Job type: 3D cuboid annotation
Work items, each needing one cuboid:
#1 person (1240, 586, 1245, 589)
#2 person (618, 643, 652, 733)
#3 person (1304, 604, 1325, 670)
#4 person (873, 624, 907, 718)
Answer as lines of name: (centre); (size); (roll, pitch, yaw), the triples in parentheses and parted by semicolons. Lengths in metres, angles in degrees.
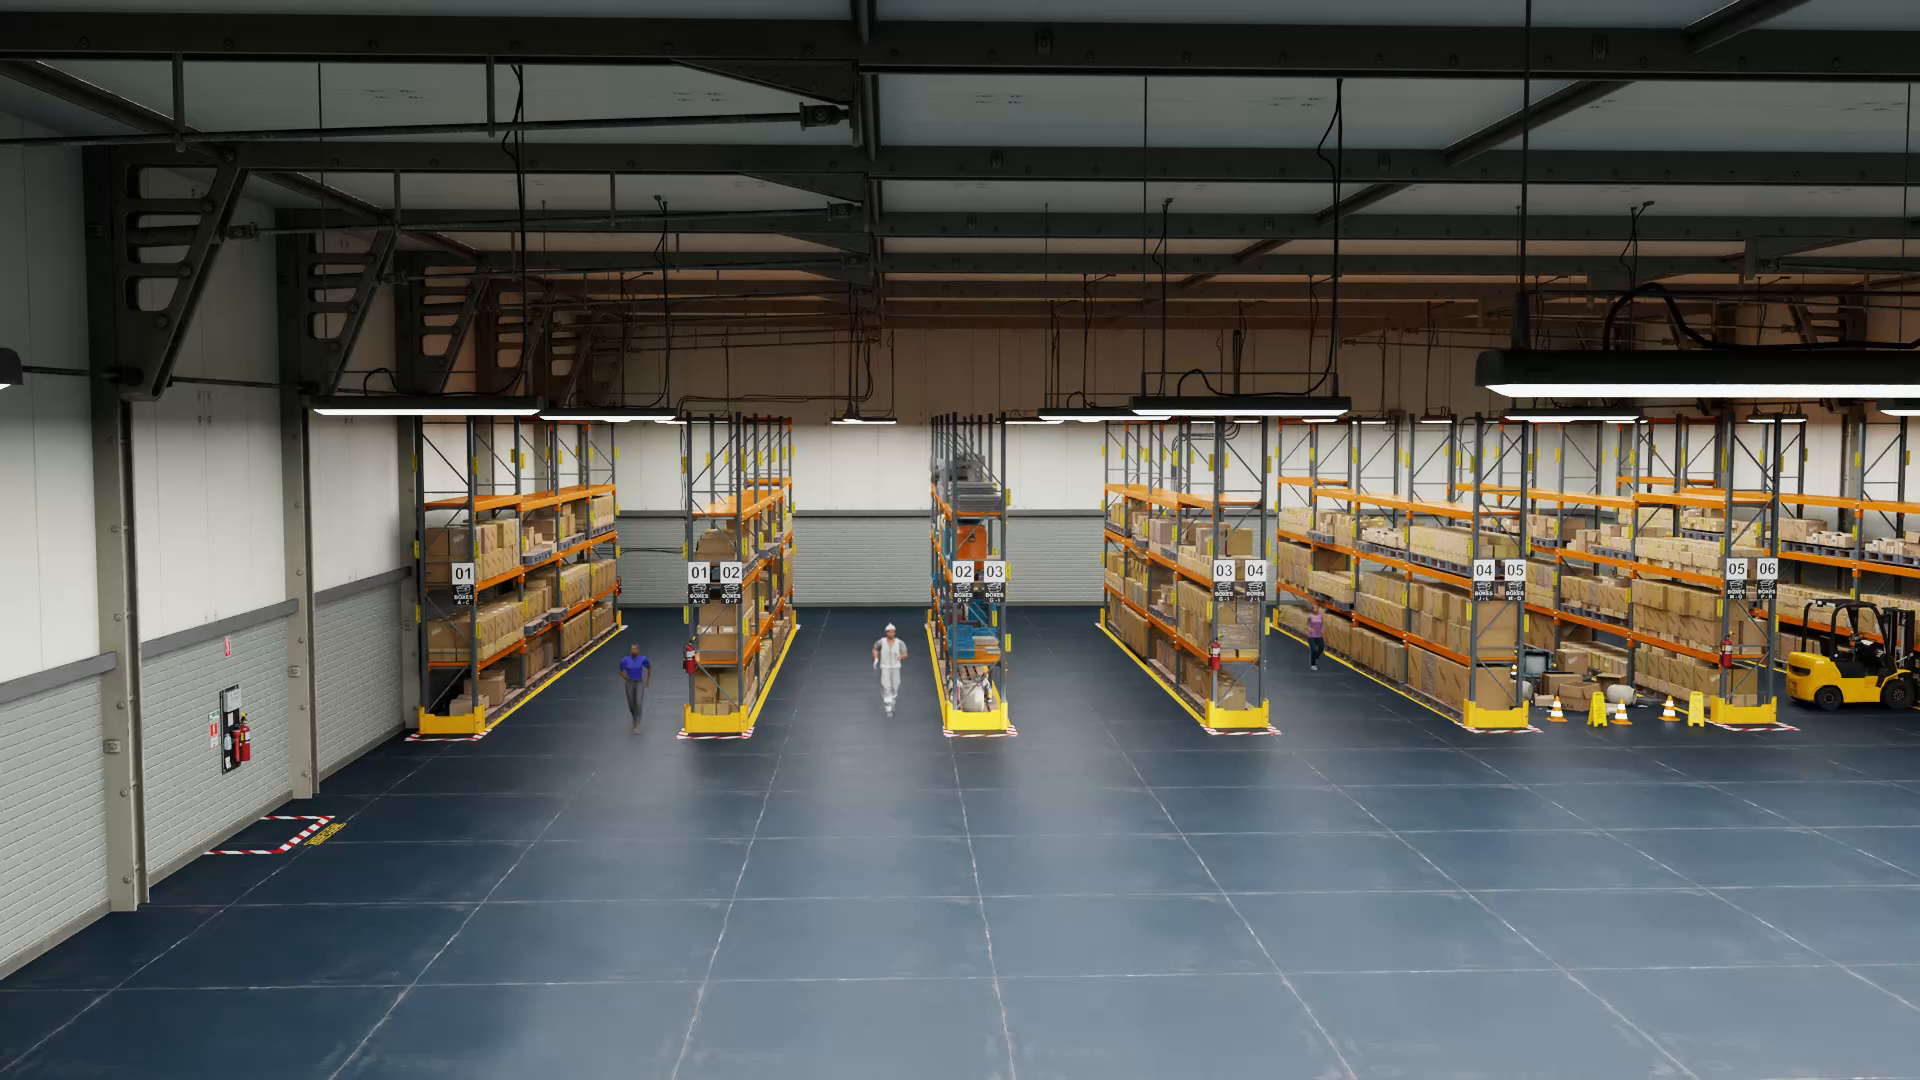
person: (7.930, 1.773, 45.308); (0.725, 1.771, 0.765); (1, 4, 8)
person: (-6.150, 2.773, 31.446); (0.616, 1.661, 0.847); (0, 4, -6)
person: (8.363, 2.281, 39.091); (0.527, 1.555, 0.543); (0, 4, -6)
person: (-1.374, 2.561, 32.895); (0.665, 1.793, 0.922); (-1, 4, -9)
